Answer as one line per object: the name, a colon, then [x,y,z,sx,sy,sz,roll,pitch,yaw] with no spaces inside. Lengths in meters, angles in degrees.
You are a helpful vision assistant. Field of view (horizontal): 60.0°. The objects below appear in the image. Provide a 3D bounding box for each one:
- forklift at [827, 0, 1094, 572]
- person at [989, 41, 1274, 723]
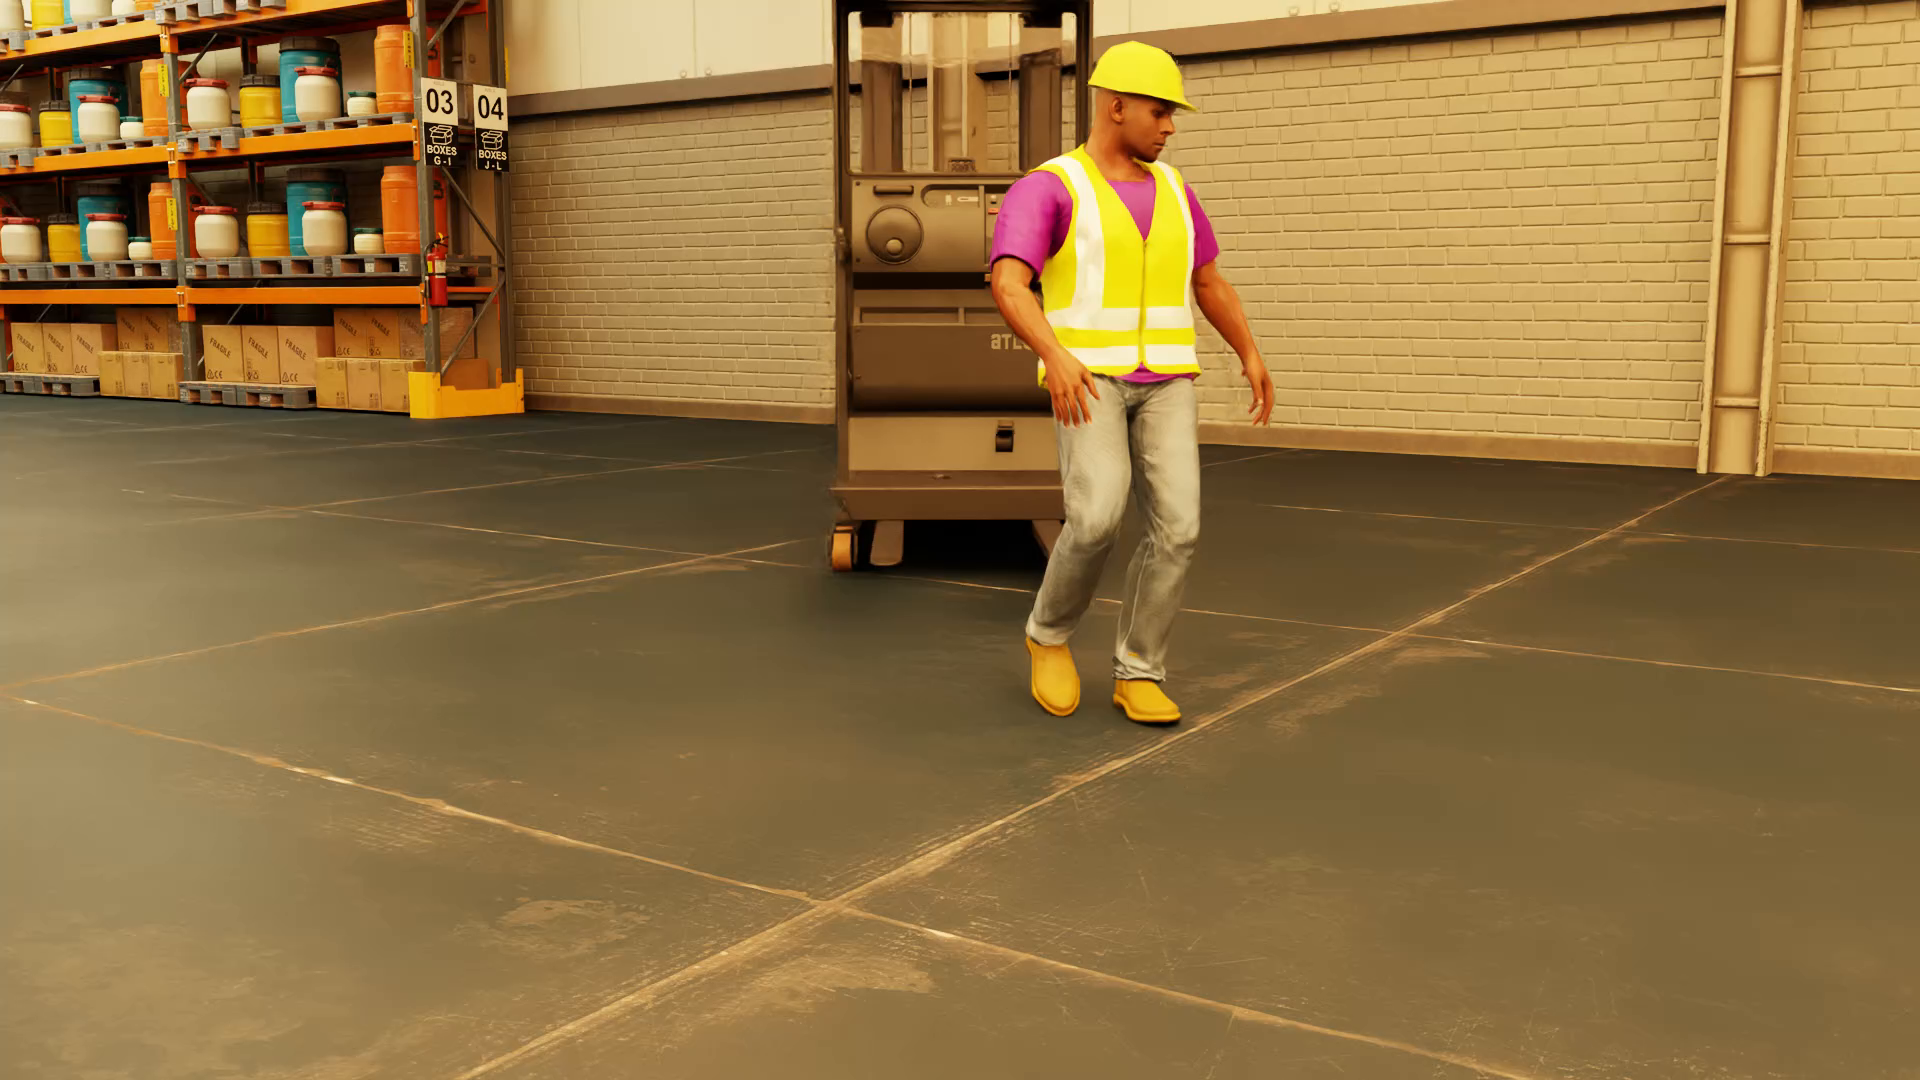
forklift: [0.018,-1.365,6.793,1.130,2.935,3.031,0,8,-1]
person: [0.471,-0.406,4.323,0.816,1.731,0.490,-3,9,-18]
